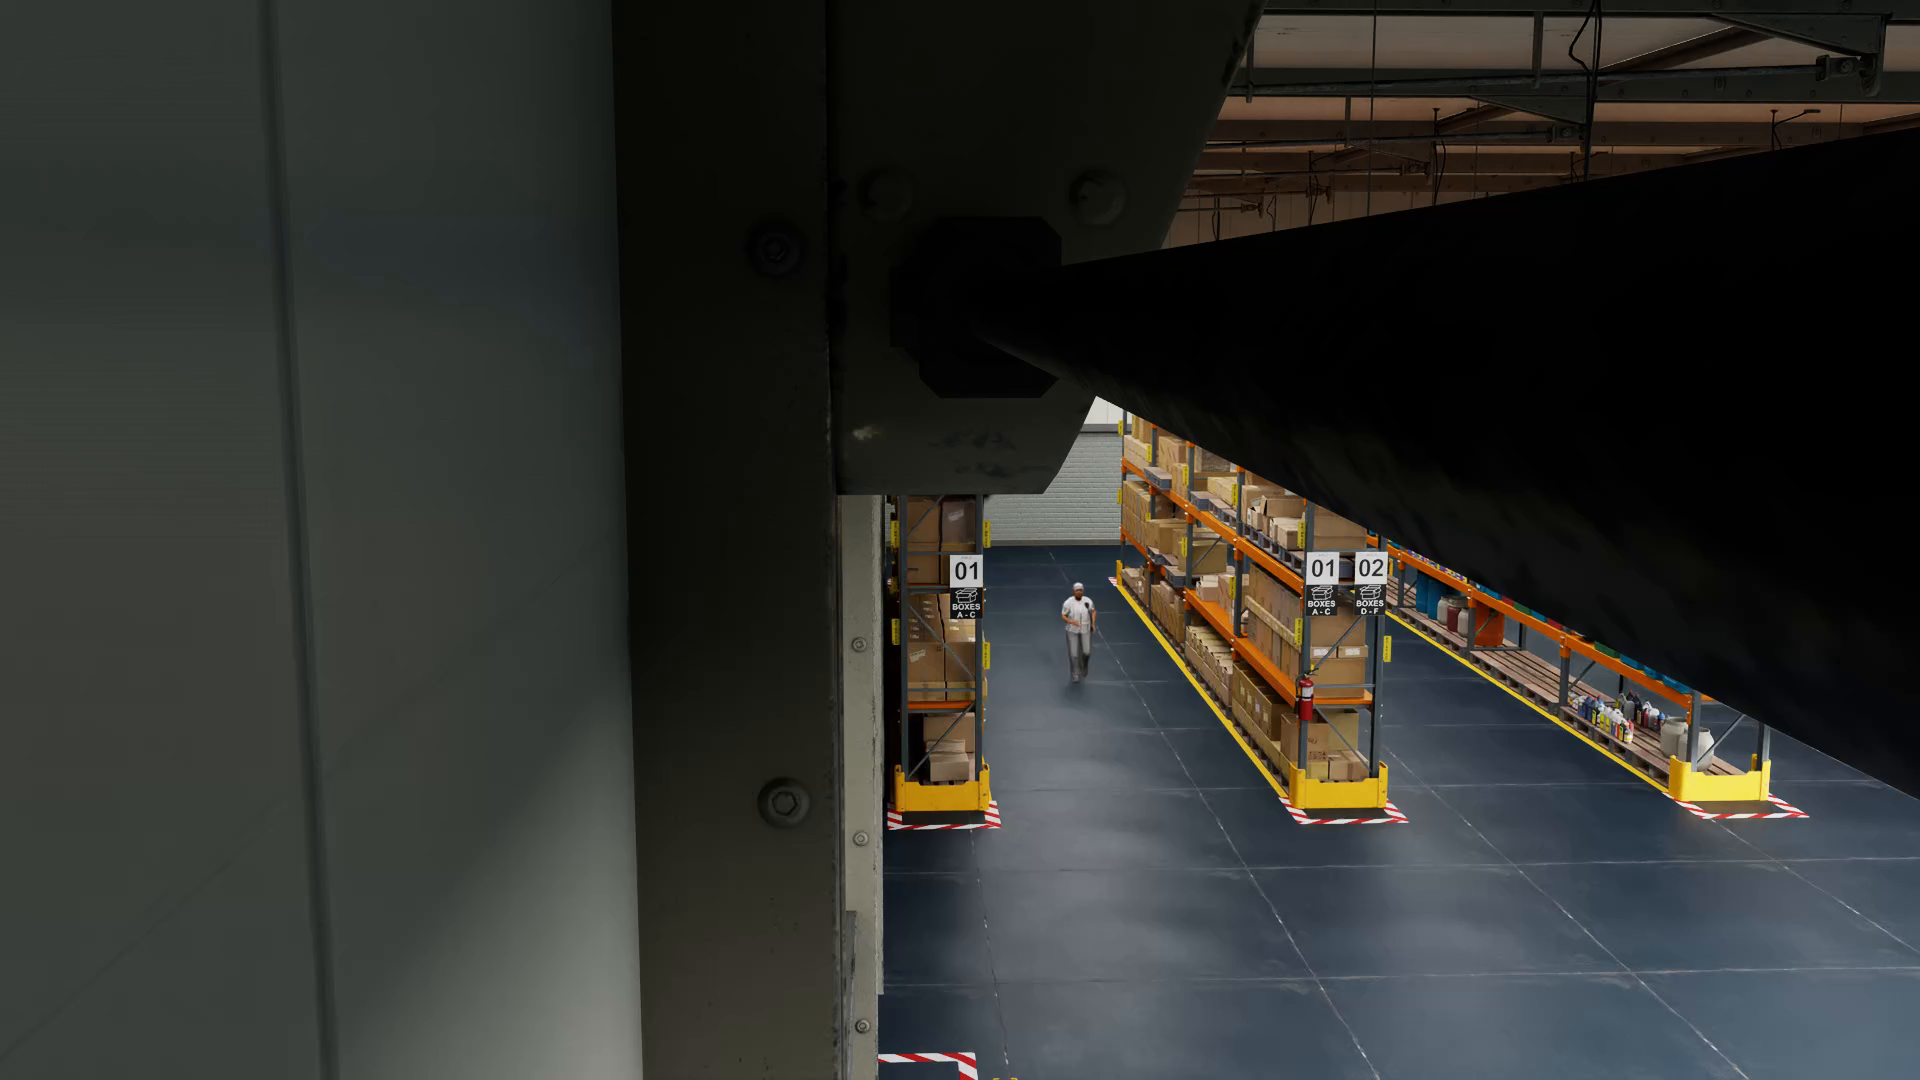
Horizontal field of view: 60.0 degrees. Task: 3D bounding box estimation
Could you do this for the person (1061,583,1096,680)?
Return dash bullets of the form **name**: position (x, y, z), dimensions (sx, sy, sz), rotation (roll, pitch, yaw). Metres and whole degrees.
- **person**: position (1.960, 1.514, 27.261), dimensions (0.592, 1.629, 0.577), rotation (0, 8, -3)
